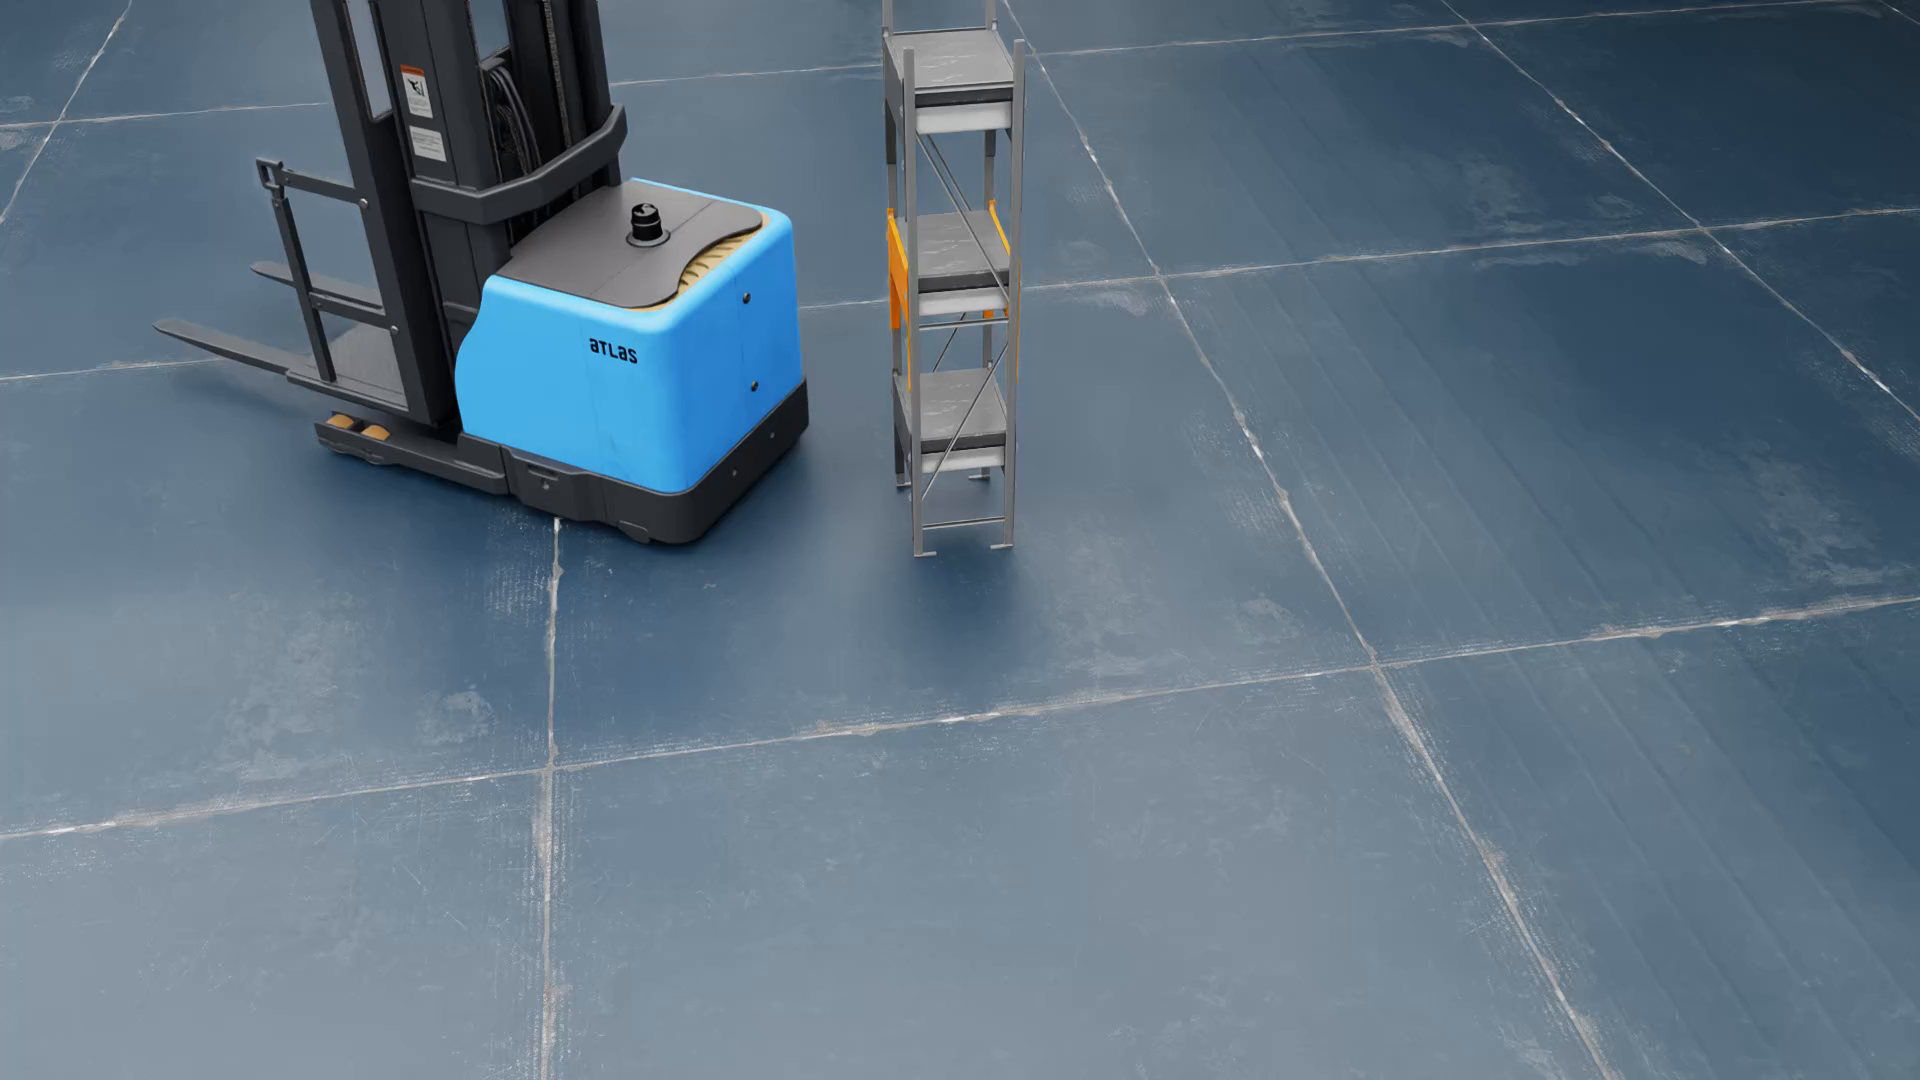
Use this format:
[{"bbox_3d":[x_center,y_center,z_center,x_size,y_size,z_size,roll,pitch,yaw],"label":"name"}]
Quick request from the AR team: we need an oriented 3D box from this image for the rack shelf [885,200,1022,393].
[{"bbox_3d":[-0.029,-0.918,6.243,0.431,0.518,0.480,-6,38,-8],"label":"rack shelf"}]

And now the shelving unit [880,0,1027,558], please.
[{"bbox_3d":[-0.029,-0.929,6.235,0.431,2.100,0.503,-6,38,-8],"label":"shelving unit"}]

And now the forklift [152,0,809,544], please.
[{"bbox_3d":[-2.217,-1.756,6.621,3.031,2.935,1.130,16,41,20],"label":"forklift"}]

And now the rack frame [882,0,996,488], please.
[{"bbox_3d":[-0.072,-1.077,6.424,0.400,2.100,0.015,-6,38,-8],"label":"rack frame"}]

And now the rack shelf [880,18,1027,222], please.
[{"bbox_3d":[-0.029,-1.471,5.813,0.431,0.518,0.480,-6,38,-8],"label":"rack shelf"}]

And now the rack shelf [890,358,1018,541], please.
[{"bbox_3d":[-0.029,-0.366,6.672,0.431,0.518,0.480,-6,38,-8],"label":"rack shelf"}]

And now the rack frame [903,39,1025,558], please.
[{"bbox_3d":[0.014,-0.782,6.045,0.400,2.100,0.015,-6,38,-8],"label":"rack frame"}]
